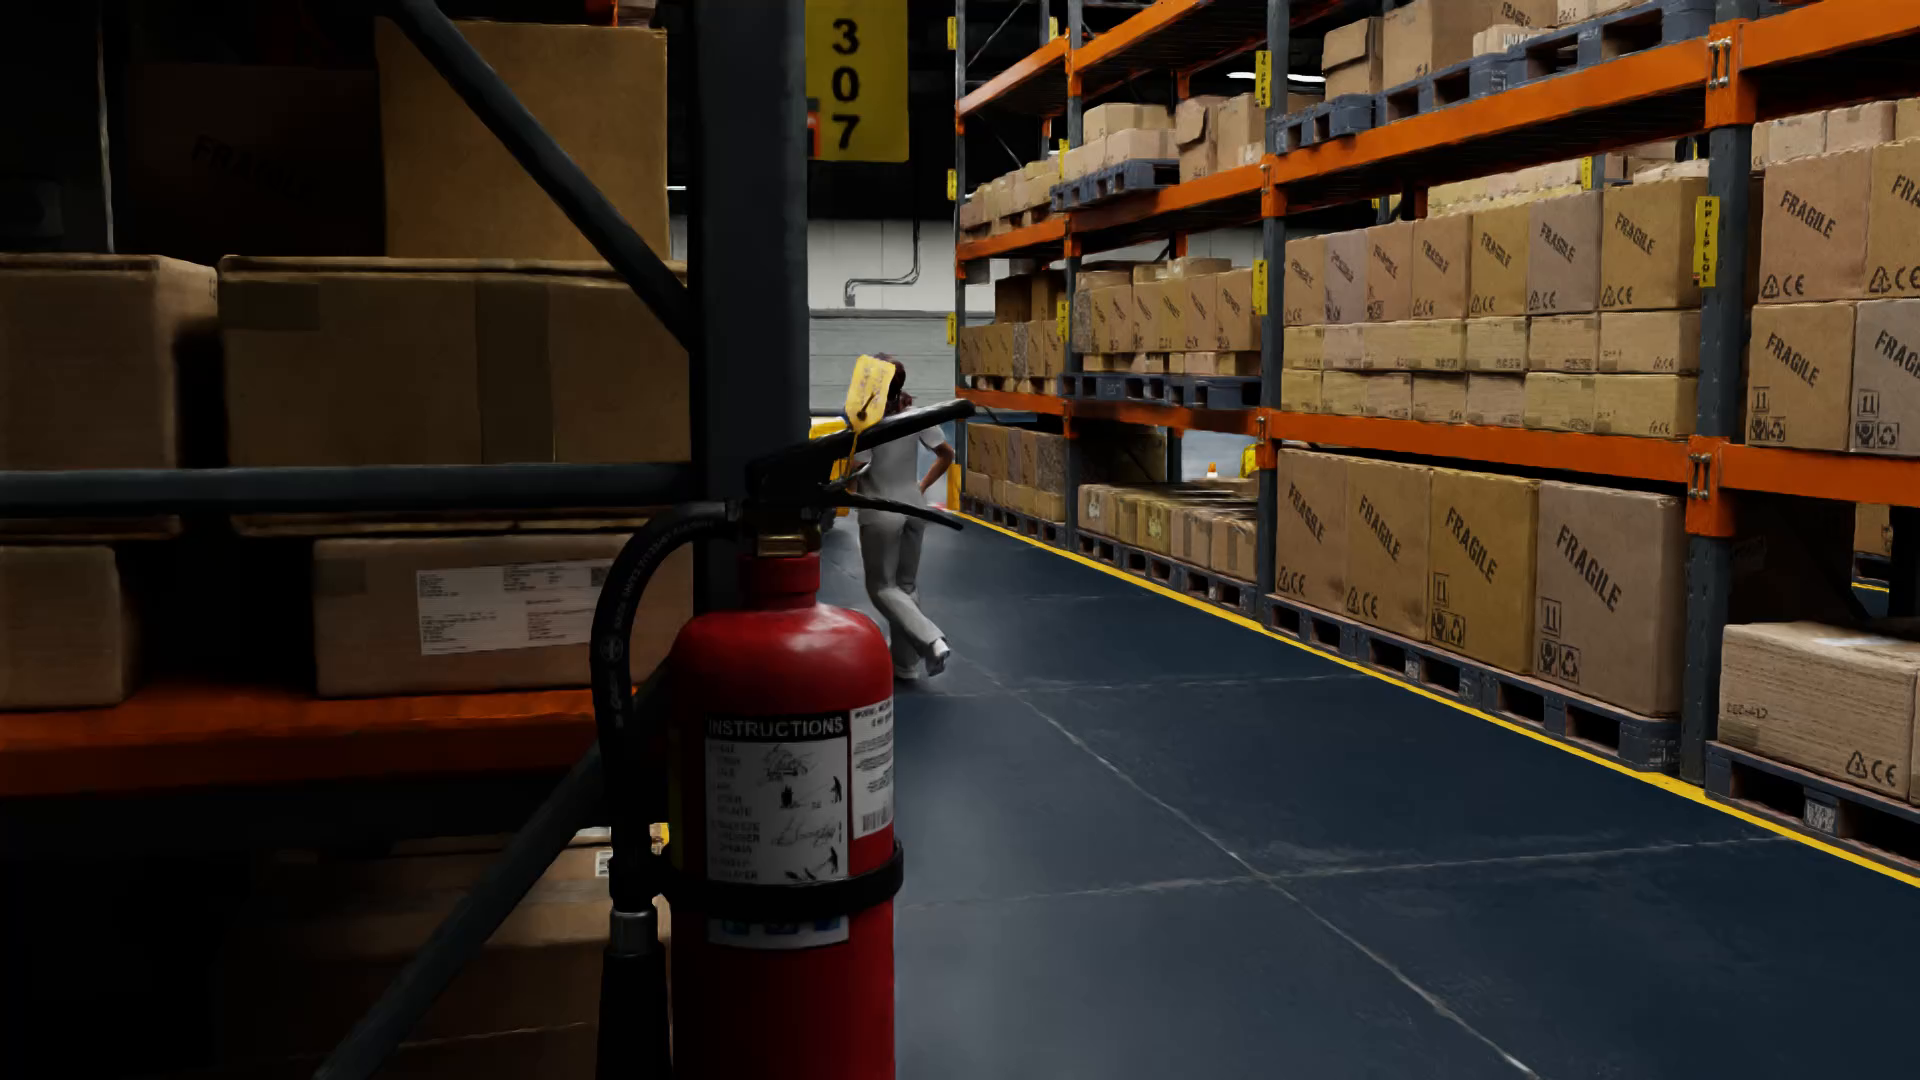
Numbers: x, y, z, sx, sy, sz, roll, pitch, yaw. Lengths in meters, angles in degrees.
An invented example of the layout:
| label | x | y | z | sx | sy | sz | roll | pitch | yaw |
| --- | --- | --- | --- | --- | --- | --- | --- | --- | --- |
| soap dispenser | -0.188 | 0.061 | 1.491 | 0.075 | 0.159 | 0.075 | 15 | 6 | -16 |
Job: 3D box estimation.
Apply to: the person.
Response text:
| label | x | y | z | sx | sy | sz | roll | pitch | yaw |
| --- | --- | --- | --- | --- | --- | --- | --- | --- | --- |
| person | -0.365 | -0.088 | 8.104 | 0.594 | 1.636 | 0.718 | -5 | 8 | -37 |
